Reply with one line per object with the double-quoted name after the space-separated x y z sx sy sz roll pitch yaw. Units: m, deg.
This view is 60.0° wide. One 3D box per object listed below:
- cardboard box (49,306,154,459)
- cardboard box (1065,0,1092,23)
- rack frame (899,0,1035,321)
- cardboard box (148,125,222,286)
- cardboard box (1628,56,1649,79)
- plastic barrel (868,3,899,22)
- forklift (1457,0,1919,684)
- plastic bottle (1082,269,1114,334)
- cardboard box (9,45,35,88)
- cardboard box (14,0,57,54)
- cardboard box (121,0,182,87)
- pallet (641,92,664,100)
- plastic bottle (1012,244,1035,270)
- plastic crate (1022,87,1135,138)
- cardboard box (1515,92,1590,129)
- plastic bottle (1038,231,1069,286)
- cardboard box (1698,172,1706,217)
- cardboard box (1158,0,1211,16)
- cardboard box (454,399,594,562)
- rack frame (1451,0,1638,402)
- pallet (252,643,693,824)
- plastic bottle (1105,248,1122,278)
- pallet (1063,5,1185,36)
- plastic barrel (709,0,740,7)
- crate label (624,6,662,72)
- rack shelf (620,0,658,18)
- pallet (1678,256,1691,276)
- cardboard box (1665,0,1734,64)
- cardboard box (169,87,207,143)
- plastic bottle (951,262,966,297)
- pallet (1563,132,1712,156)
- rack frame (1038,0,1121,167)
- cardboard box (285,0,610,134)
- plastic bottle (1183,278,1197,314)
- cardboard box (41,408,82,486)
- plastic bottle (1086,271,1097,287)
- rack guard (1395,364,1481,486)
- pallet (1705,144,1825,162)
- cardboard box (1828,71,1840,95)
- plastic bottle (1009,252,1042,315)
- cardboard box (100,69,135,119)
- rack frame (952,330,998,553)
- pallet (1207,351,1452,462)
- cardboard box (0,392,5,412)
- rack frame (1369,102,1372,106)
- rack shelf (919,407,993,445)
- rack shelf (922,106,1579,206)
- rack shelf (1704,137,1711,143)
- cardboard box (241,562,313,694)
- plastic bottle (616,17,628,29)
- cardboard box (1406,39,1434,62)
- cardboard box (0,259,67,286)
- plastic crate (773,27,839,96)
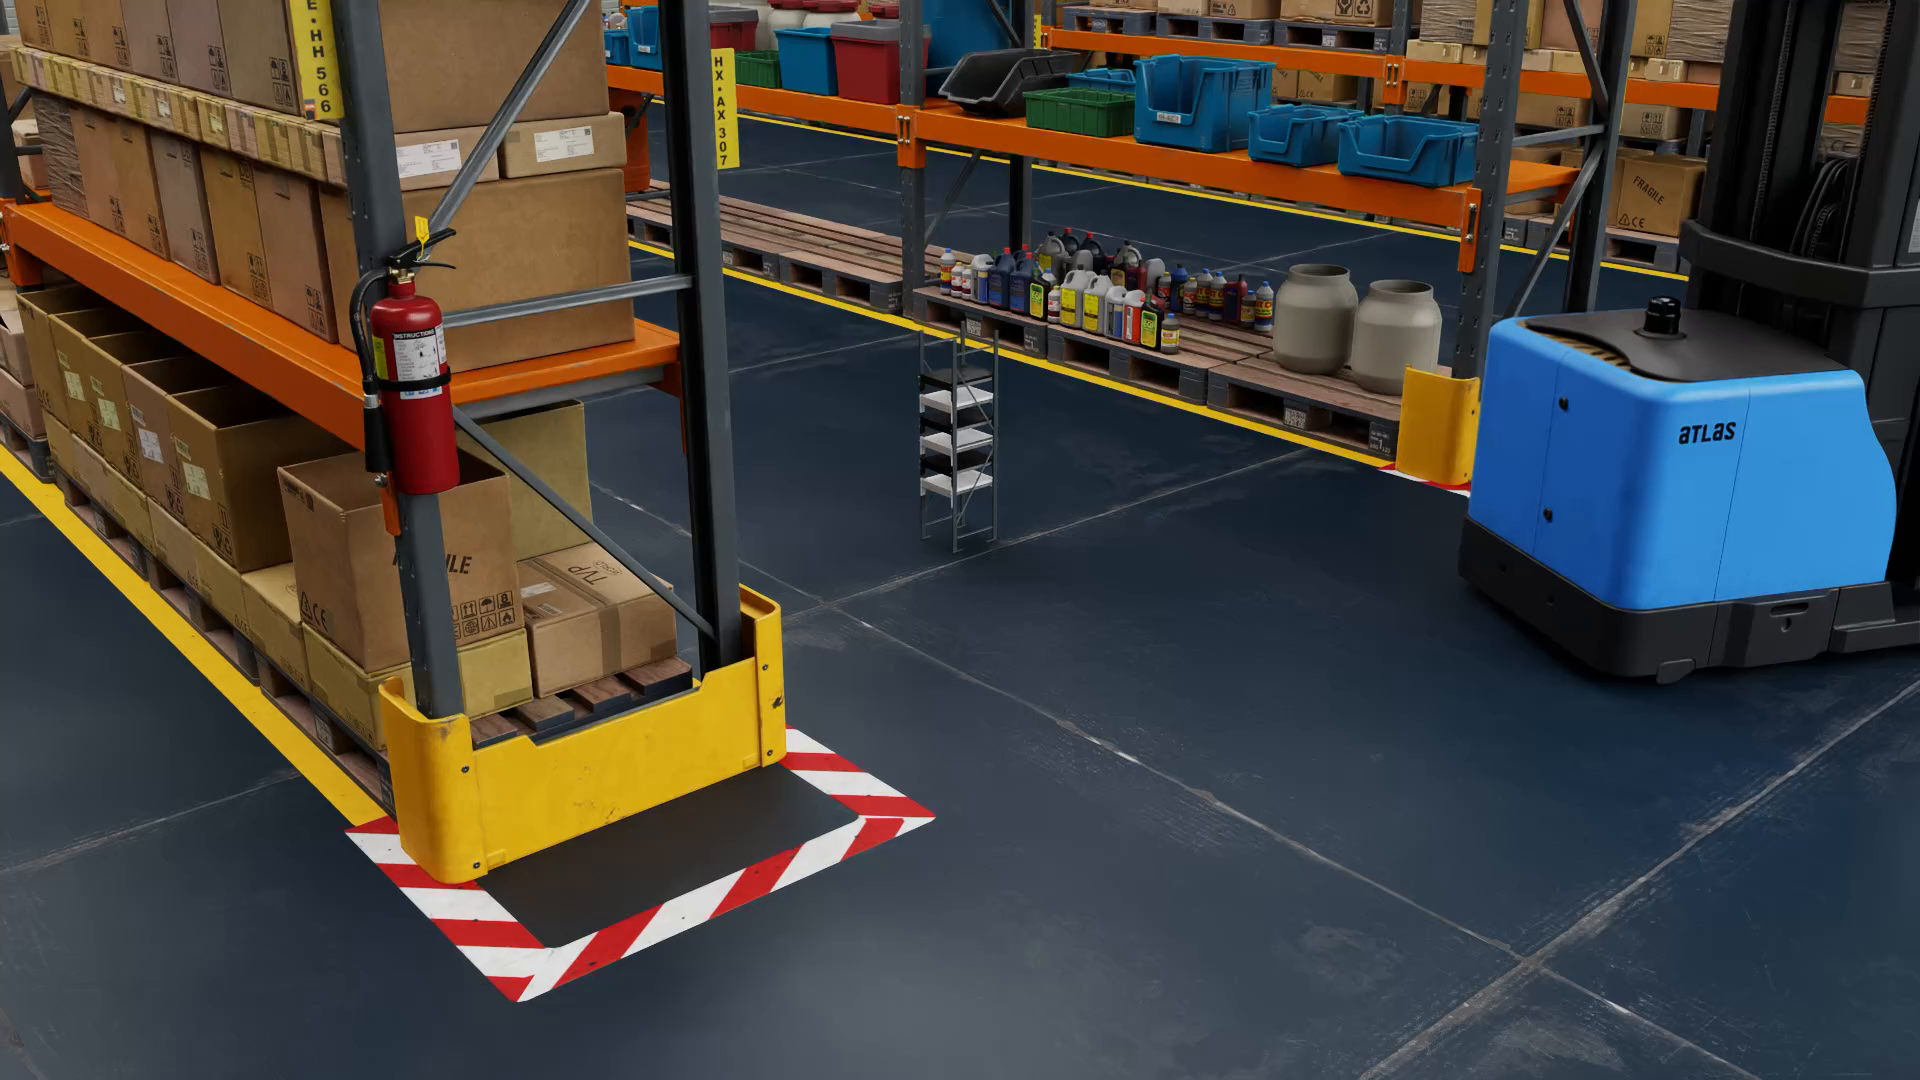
-3.305 -0.664 6.733 0.500 0.500 0.500 -17 27 -37 "cardboard box"
1.082 -5.447 16.641 0.500 0.500 0.500 -16 27 -36 "cardboard box"
0.052 -2.917 10.319 1.000 3.000 0.127 -17 27 -37 "rack frame"
-2.400 -1.239 5.898 0.700 0.500 0.500 -16 27 -36 "cardboard box"
4.904 -3.379 11.842 0.380 0.149 0.250 -17 27 -37 "cardboard box"
-0.406 -3.297 11.102 0.433 0.535 0.433 0 21 0 "plastic barrel"
3.507 -1.155 5.915 3.031 2.935 1.130 -6 22 -14 "forklift"
0.787 -1.346 9.336 0.144 0.351 0.185 -16 27 -35 "plastic bottle"
-3.674 -1.967 6.867 0.380 0.149 0.250 -18 27 -38 "cardboard box"
-3.409 -2.268 6.747 0.700 0.500 0.500 -17 27 -37 "cardboard box"
-2.426 -1.852 5.685 0.700 0.500 0.500 -17 27 -37 "cardboard box"
-3.448 -5.911 21.786 1.003 0.211 1.213 -17 27 -37 "pallet"
0.374 -1.601 9.987 0.144 0.351 0.185 -17 27 -37 "plastic bottle"
0.724 -2.376 9.228 0.450 0.188 0.662 -17 27 -37 "plastic crate"
6.528 -4.814 17.672 1.050 0.750 0.750 -17 27 -37 "cardboard box"
0.582 -1.745 10.355 0.144 0.351 0.185 -17 27 -37 "plastic bottle"
5.604 -2.356 11.738 0.500 0.500 0.500 -10 23 -24 "cardboard box"
2.113 -4.809 14.779 0.500 0.250 0.500 -18 28 -39 "cardboard box"
-1.601 -0.237 5.642 0.500 0.500 0.500 -17 27 -37 "cardboard box"
2.663 -1.812 7.497 1.000 3.000 0.127 -17 27 -37 "rack frame"
-1.623 0.463 5.511 1.003 0.211 1.213 -17 27 -37 "pallet"
0.954 -1.660 10.230 0.061 0.283 0.133 -15 26 -34 "plastic bottle"
1.739 -4.940 15.748 1.213 0.211 1.003 -17 27 -37 "pallet"
-1.726 -3.841 12.524 0.421 0.512 0.421 0 21 0 "plastic barrel"
-2.115 -3.700 12.268 0.502 0.435 0.616 -17 27 -37 "crate label"
-2.723 -6.524 20.514 1.077 0.370 4.000 -17 27 -37 "rack shelf"
5.862 -1.946 11.664 1.003 0.211 1.213 -17 27 -37 "pallet"
5.366 -3.592 11.498 0.875 0.500 0.500 -17 27 -37 "cardboard box"
-2.332 -1.400 5.419 0.380 0.149 0.250 -17 27 -36 "cardboard box"
-0.006 -1.598 10.186 0.097 0.201 0.097 0 21 0 "plastic bottle"
7.067 -4.146 17.279 1.003 0.211 1.213 -17 27 -37 "pallet"
1.193 -5.201 16.151 1.000 3.000 0.127 -17 27 -37 "rack frame"
-1.422 -1.431 4.609 0.700 0.500 0.500 -17 27 -37 "cardboard box"
1.362 -1.439 9.778 0.097 0.201 0.097 0 21 0 "plastic bottle"
-3.630 -0.454 7.224 0.500 0.250 0.500 -17 27 -37 "cardboard box"
0.761 -1.404 9.588 0.152 0.276 0.135 -17 27 -37 "plastic bottle"
2.578 -0.658 7.978 1.175 0.500 0.348 -17 27 -37 "rack guard"
8.065 -3.722 16.197 1.003 0.211 1.213 -17 27 -37 "pallet"
5.708 -3.030 10.951 0.380 0.149 0.250 -17 27 -37 "cardboard box"
0.388 -1.514 9.767 0.144 0.351 0.185 -19 28 -40 "plastic bottle"
-2.830 -1.612 5.960 0.380 0.149 0.250 -18 28 -39 "cardboard box"
0.061 -0.393 6.754 0.240 0.900 0.006 -17 27 -37 "rack frame"
2.052 -0.749 8.607 1.003 0.211 1.213 -17 27 -37 "pallet"
-4.522 -0.840 8.210 0.500 0.250 0.500 -18 28 -38 "cardboard box"
5.014 -6.353 19.092 0.949 2.616 0.053 -17 27 -37 "rack frame"
-0.005 -0.474 6.805 0.258 0.077 0.200 -17 27 -37 "rack shelf"
1.358 -2.120 9.003 0.919 0.124 3.809 -17 27 -37 "rack shelf"
8.769 -7.552 22.153 10.930 2.616 8.131 -17 27 -37 "rack shelf"
-2.001 0.238 5.458 0.500 0.250 0.500 -17 27 -37 "cardboard box"
-2.712 -4.125 13.572 0.152 0.276 0.135 -17 27 -37 "plastic bottle"
3.717 -3.848 13.040 0.380 0.149 0.250 -17 27 -37 "cardboard box"
-4.853 -1.240 8.461 0.500 0.311 0.500 -18 27 -38 "cardboard box"
-0.904 -3.140 10.911 0.392 0.384 0.575 -17 27 -37 "plastic crate"
